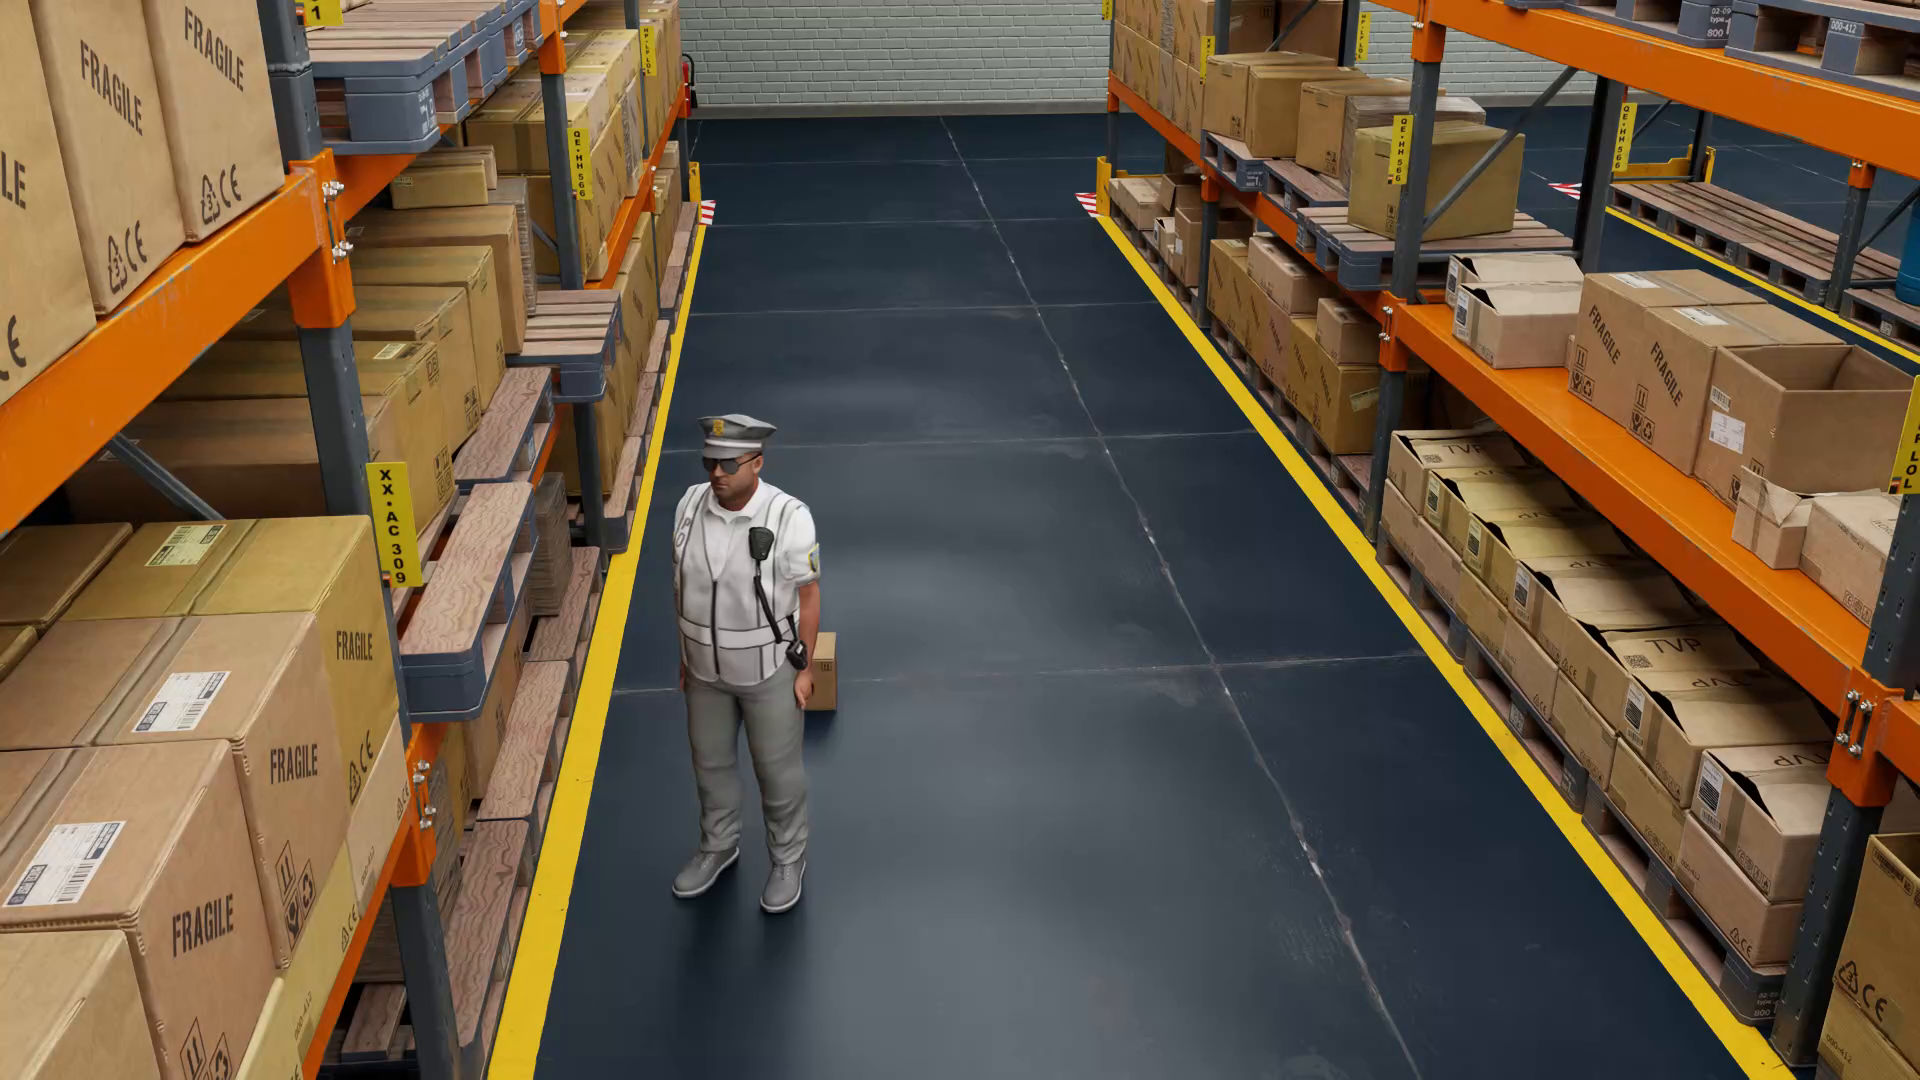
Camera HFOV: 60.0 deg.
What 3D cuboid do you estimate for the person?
[{"bbox_3d":[-0.735,0.407,5.635,0.525,1.778,0.399,6,24,14],"label":"person"}]
